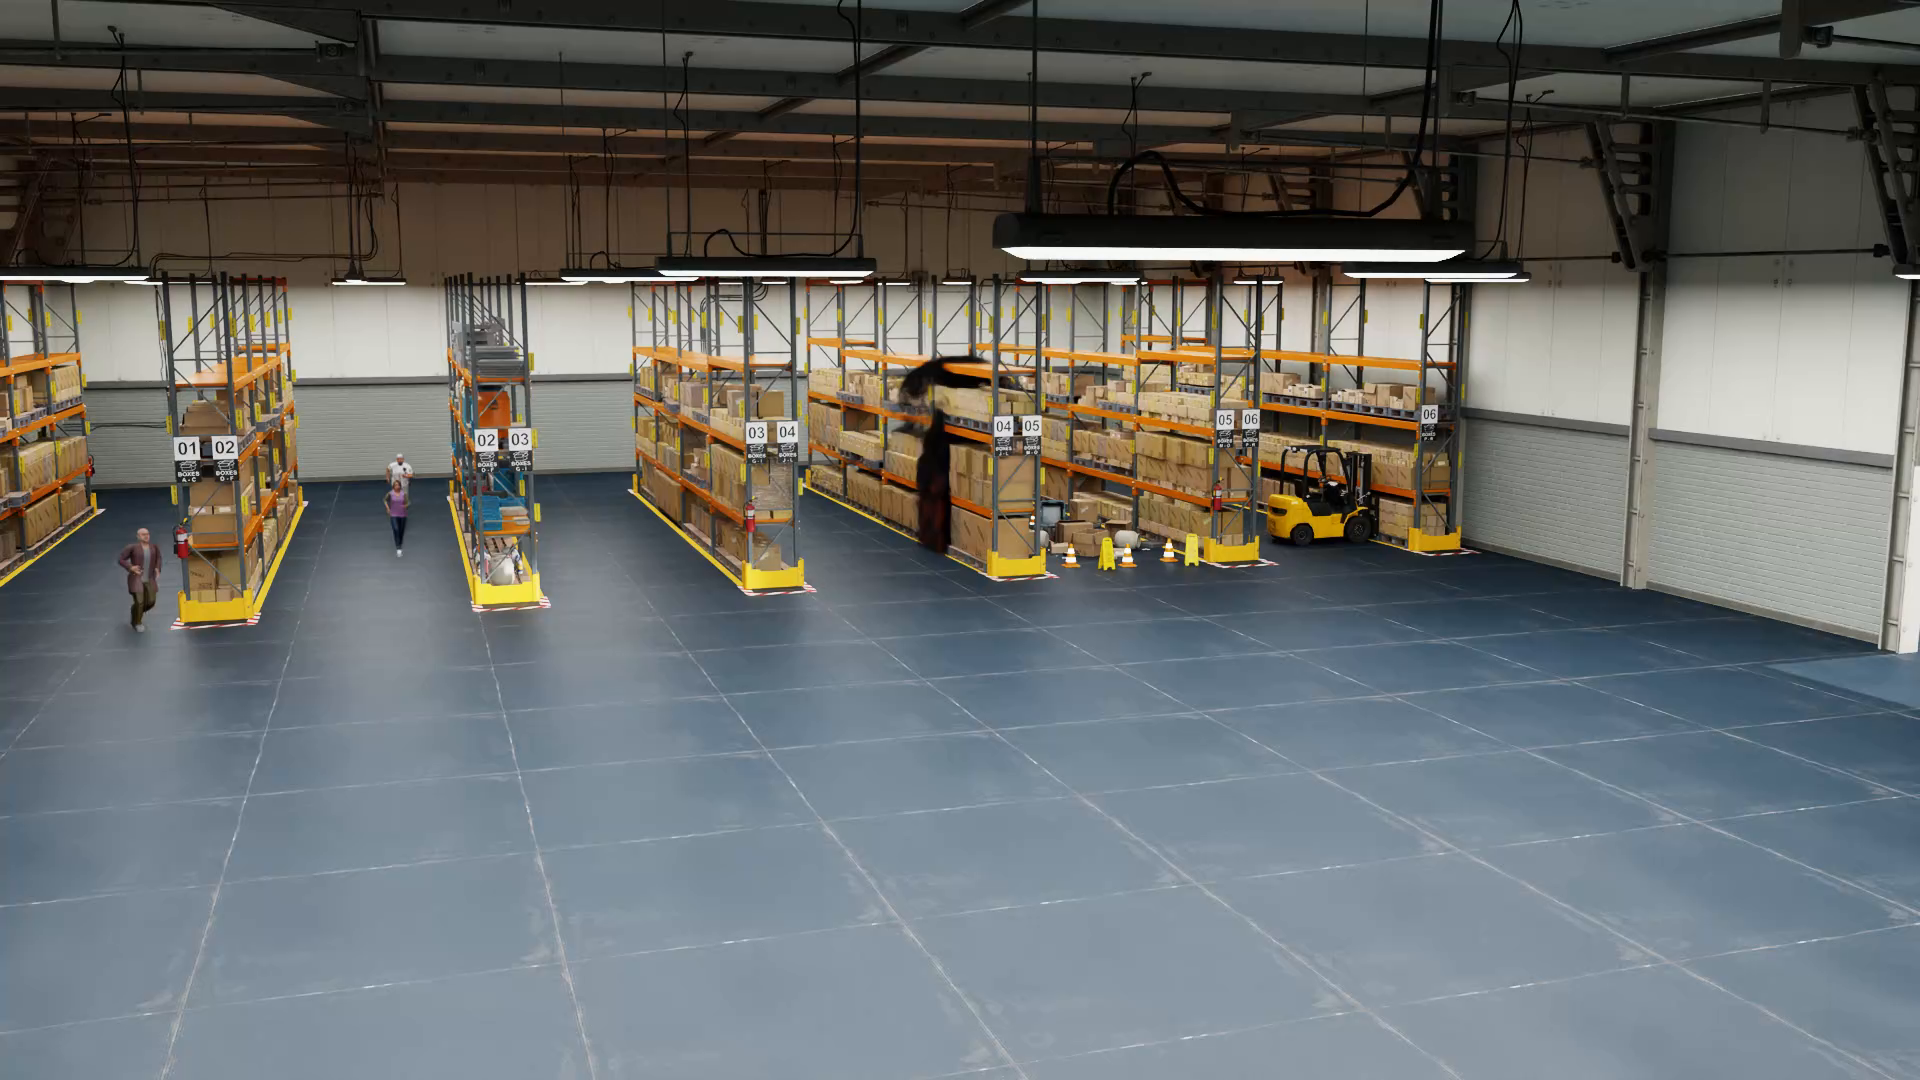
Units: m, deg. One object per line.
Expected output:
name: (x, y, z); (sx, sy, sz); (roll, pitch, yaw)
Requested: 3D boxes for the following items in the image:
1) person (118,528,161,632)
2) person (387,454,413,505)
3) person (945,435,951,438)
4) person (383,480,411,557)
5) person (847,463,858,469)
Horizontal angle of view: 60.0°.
person: (-13.788, 0.662, 28.075); (0.688, 1.724, 0.737); (8, 11, 41)
person: (-13.937, -1.331, 41.416); (0.630, 1.662, 0.795); (-3, 9, -17)
person: (-0.309, -1.906, 44.619); (0.690, 1.773, 1.045); (-5, 10, -28)
person: (-12.154, -0.491, 35.977); (0.539, 1.605, 0.857); (-4, 10, -25)
person: (-3.320, -2.600, 49.496); (0.839, 1.763, 0.726); (3, 9, 19)
